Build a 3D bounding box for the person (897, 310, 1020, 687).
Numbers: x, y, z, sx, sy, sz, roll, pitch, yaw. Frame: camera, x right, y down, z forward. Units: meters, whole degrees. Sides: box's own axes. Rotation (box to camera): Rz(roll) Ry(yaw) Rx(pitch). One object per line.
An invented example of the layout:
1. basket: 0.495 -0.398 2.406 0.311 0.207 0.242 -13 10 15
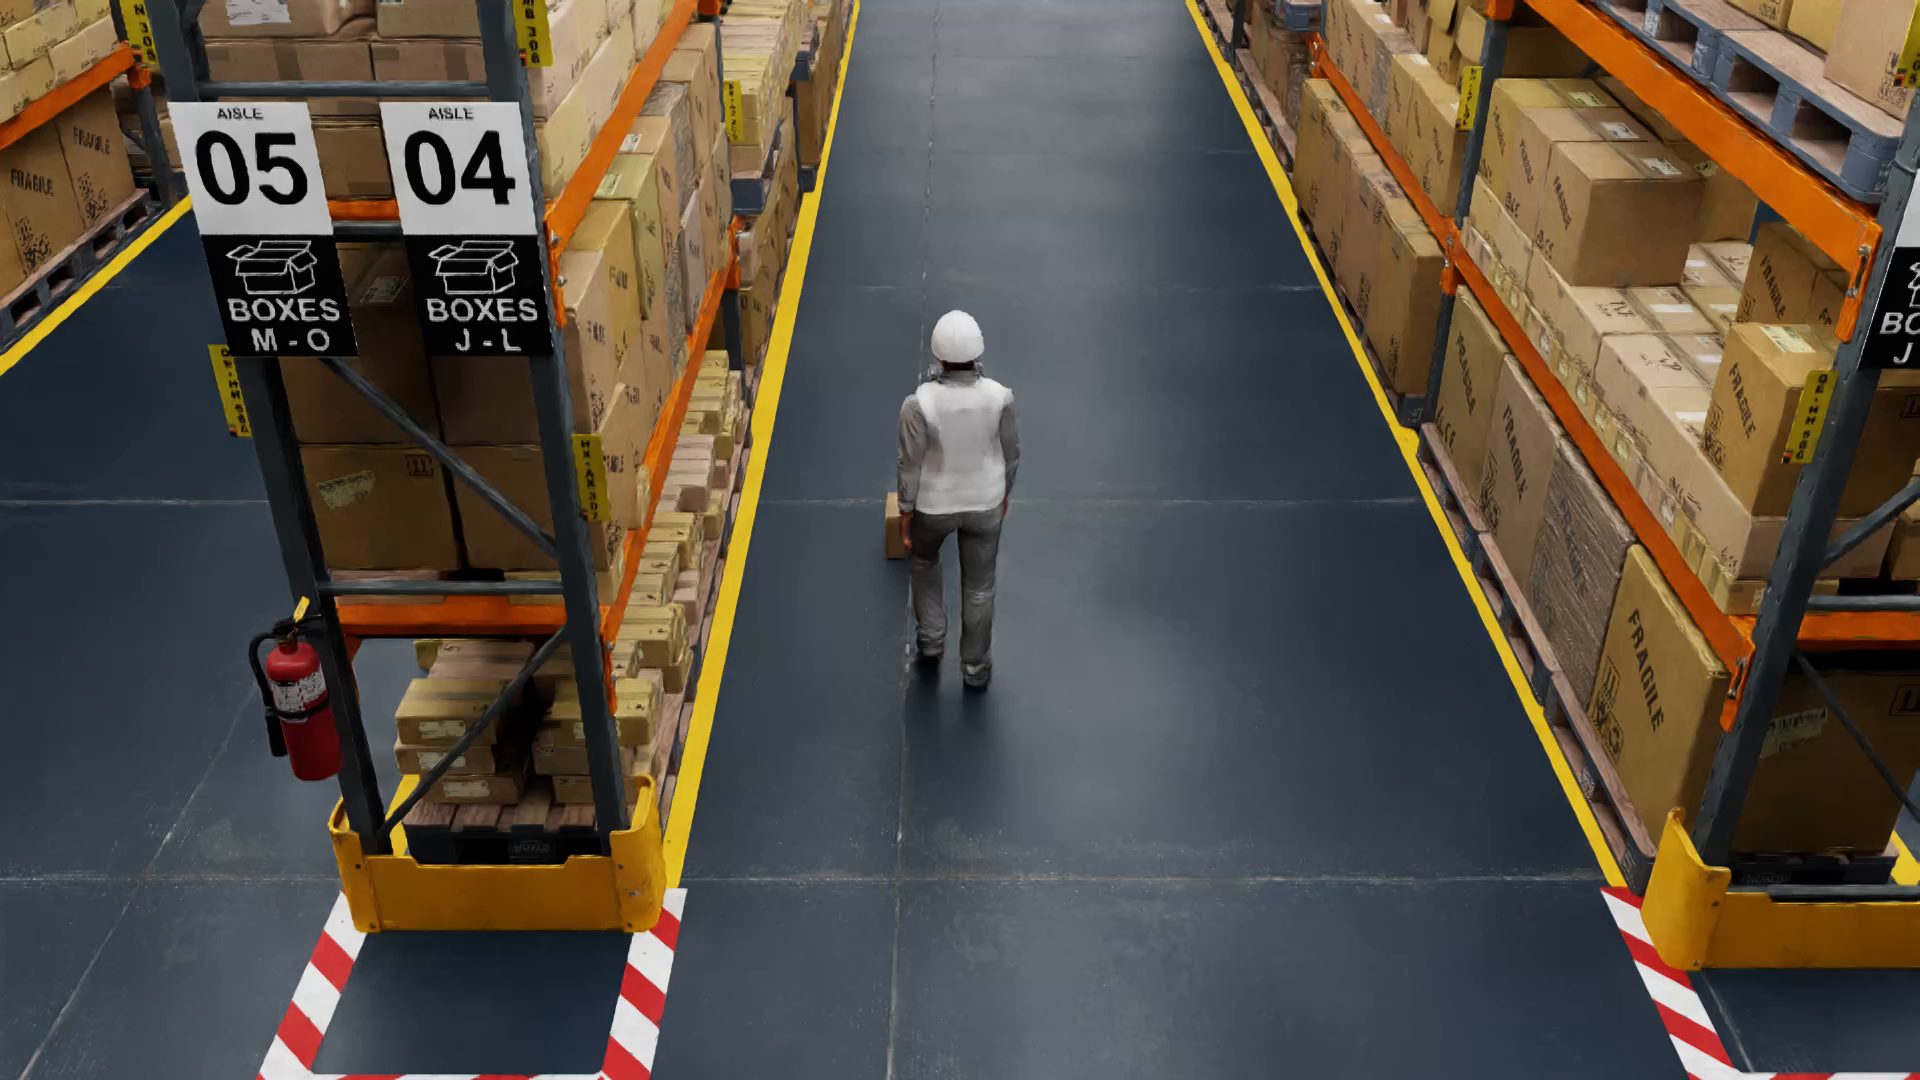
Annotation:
1. person: -0.010 -0.189 7.388 0.552 1.763 0.521 -3 31 -5
